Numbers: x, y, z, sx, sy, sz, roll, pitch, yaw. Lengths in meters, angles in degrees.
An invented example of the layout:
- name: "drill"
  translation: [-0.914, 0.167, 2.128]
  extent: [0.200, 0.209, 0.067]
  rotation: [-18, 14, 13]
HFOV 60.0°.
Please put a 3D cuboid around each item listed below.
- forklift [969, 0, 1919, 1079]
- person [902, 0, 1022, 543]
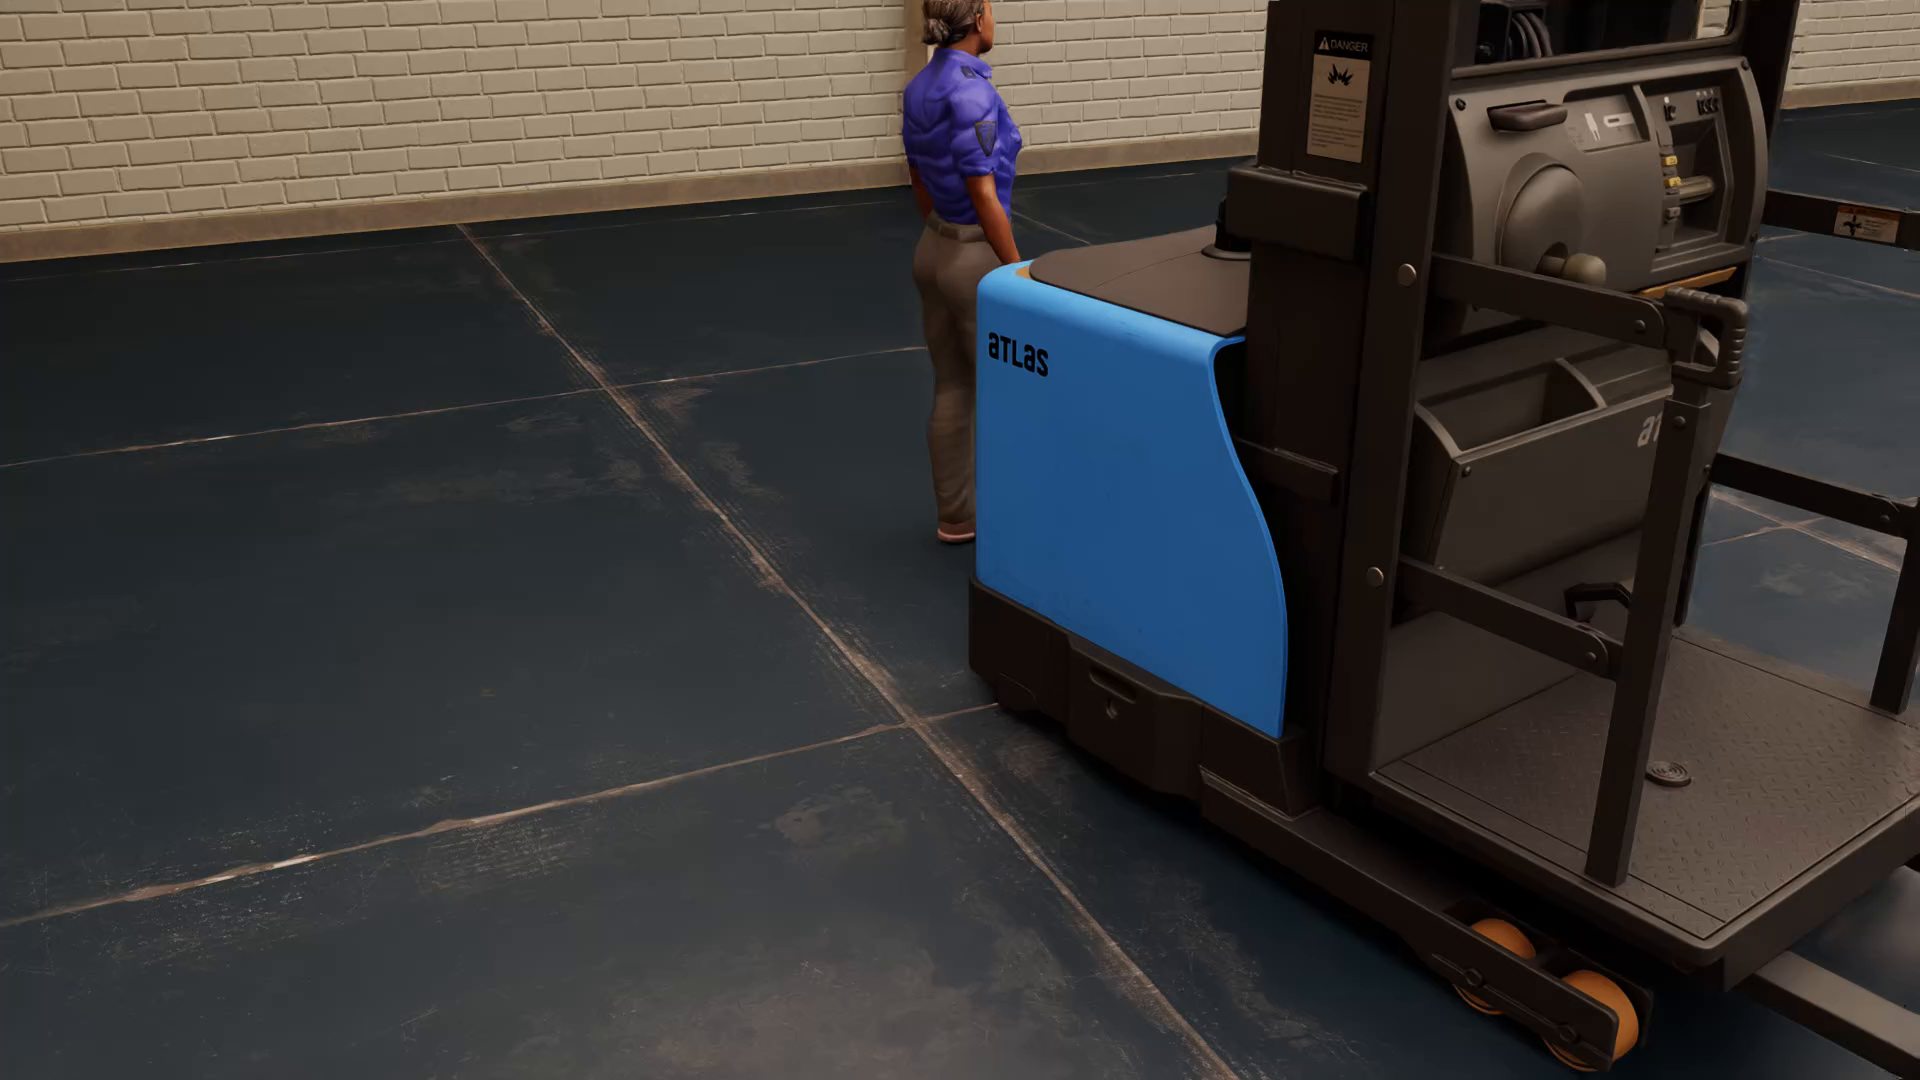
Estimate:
- name: "forklift"
  translation: [1.316, -0.647, 2.845]
  extent: [1.130, 2.935, 3.031]
  rotation: [-16, 28, -34]
- name: "person"
  translation: [0.100, -0.781, 4.827]
  extent: [0.475, 1.658, 0.579]
  rotation: [-11, 25, -24]
